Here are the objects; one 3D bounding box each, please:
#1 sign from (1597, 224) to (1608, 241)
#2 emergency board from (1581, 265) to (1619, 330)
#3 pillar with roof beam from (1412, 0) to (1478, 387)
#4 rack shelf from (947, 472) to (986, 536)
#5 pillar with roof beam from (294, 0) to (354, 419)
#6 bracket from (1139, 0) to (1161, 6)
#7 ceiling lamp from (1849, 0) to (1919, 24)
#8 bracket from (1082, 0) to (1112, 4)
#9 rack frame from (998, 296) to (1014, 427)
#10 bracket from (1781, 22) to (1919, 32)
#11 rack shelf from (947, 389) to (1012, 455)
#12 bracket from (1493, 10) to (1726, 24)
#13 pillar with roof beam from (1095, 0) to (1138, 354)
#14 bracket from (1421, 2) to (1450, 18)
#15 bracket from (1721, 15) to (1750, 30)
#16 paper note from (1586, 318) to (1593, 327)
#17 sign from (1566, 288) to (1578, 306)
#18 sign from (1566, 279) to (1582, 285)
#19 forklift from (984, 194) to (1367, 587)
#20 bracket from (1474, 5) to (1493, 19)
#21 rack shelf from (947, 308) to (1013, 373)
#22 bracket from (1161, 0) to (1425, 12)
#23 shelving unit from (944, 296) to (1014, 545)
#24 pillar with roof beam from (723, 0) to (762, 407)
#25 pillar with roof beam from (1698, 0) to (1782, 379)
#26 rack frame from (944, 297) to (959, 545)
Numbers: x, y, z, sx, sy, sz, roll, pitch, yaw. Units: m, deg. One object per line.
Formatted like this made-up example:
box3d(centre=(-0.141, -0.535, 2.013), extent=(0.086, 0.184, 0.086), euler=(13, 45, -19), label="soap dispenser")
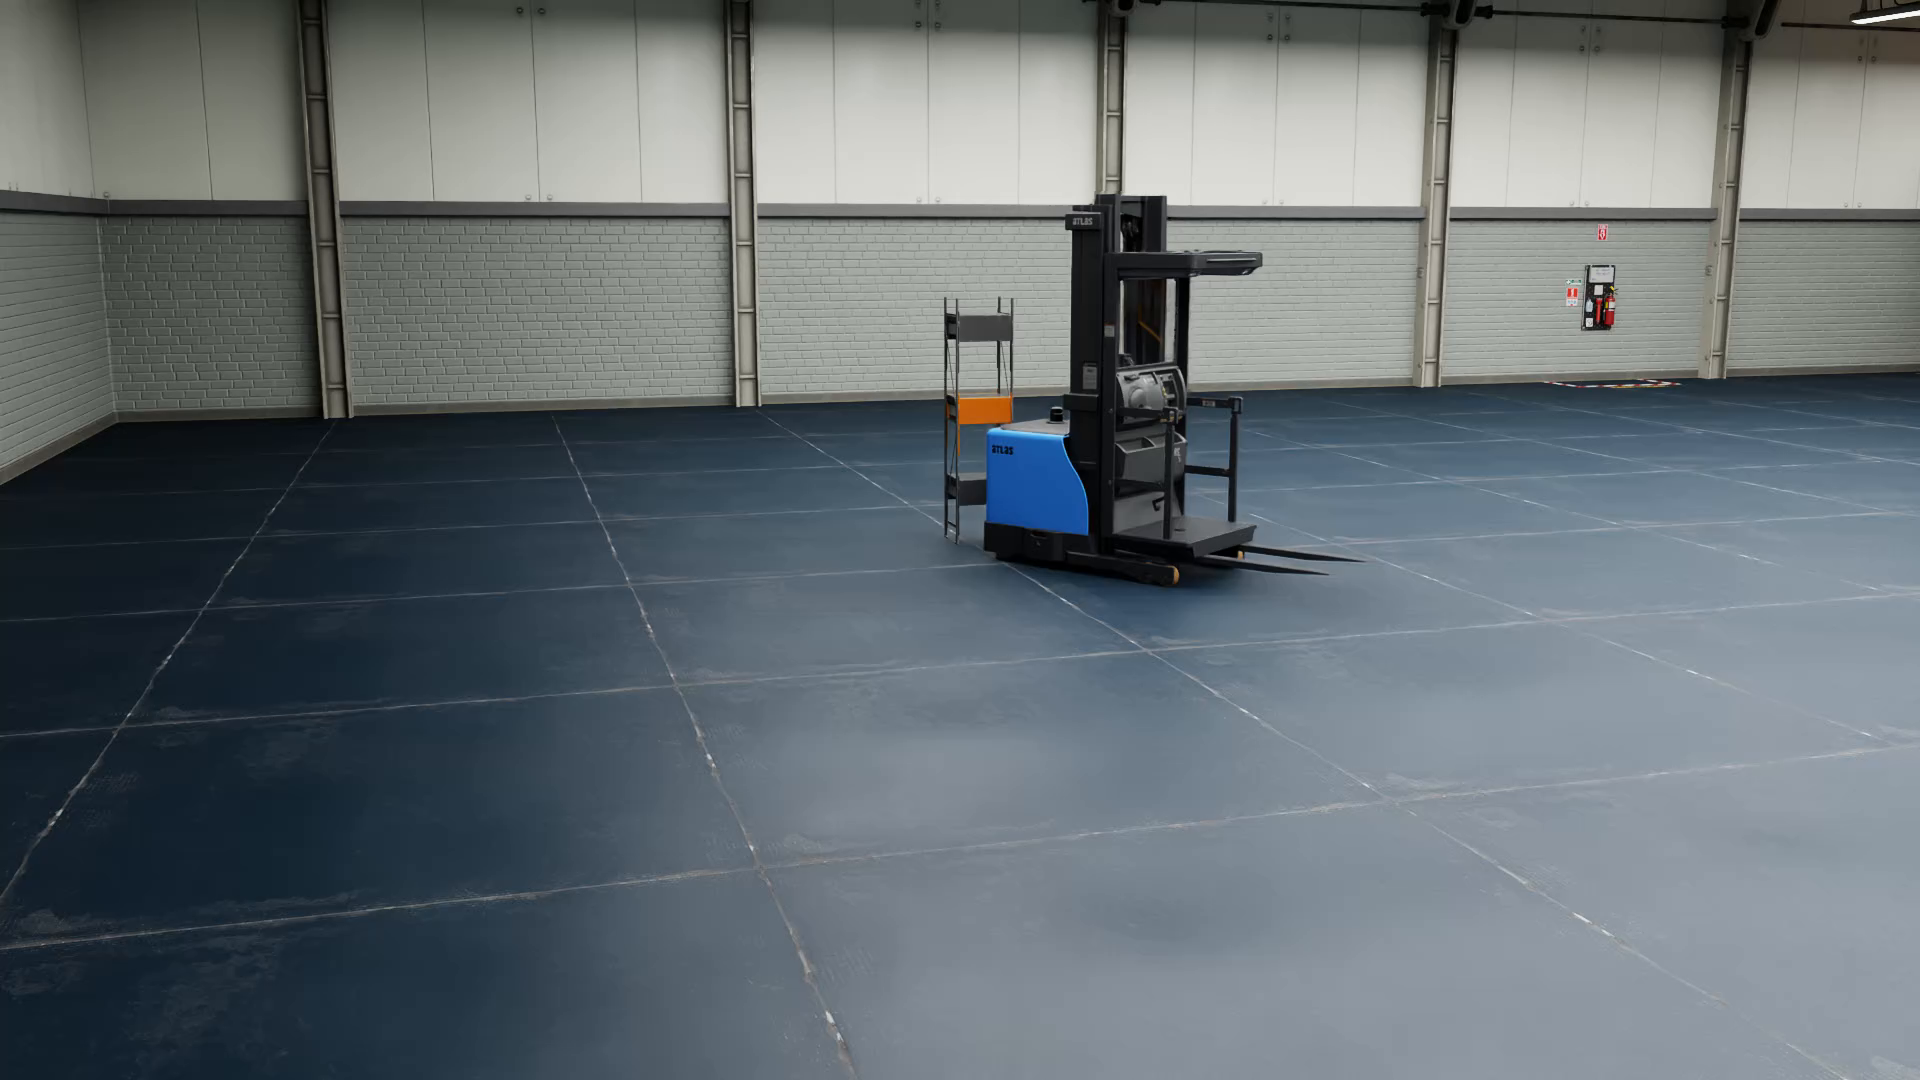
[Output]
box3d(centre=(11.544, -5.525, 29.871), extent=(0.199, 0.298, 0.001), euler=(-3, 11, -16), label="sign")
box3d(centre=(11.580, -4.368, 29.989), extent=(0.643, 1.169, 0.194), euler=(-3, 11, -16), label="emergency board")
box3d(centre=(9.406, -6.385, 24.375), extent=(0.548, 9.000, 9.100), euler=(-3, 11, -16), label="pillar with roof beam")
box3d(centre=(0.159, -0.339, 14.531), extent=(0.480, 0.518, 0.431), euler=(-3, 11, -16), label="rack shelf")
box3d(centre=(-7.877, -5.474, 19.427), extent=(0.400, 9.000, 9.100), euler=(-3, 11, -16), label="pillar with roof beam")
box3d(centre=(2.939, -8.559, 26.244), extent=(0.430, 0.232, 0.235), euler=(-3, 11, -16), label="bracket")
box3d(centre=(13.933, -9.371, 24.471), extent=(0.800, 3.185, 2.000), euler=(-3, 11, -16), label="ceiling lamp")
box3d(centre=(2.142, -8.517, 26.016), extent=(0.430, 0.232, 0.235), euler=(-3, 11, -16), label="bracket")
box3d(centre=(0.393, -1.053, 14.469), extent=(0.015, 2.100, 0.400), euler=(-3, 11, -16), label="rack frame")
box3d(centre=(16.935, -9.297, 30.251), extent=(4.783, 0.066, 0.076), euler=(-3, 11, -16), label="bracket")
box3d(centre=(0.159, -1.028, 14.404), extent=(0.480, 0.518, 0.431), euler=(-3, 11, -16), label="rack shelf")
box3d(centre=(11.174, -8.993, 28.601), extent=(4.783, 0.066, 0.076), euler=(-3, 11, -16), label="bracket")
box3d(centre=(3.645, -6.081, 22.726), extent=(0.548, 9.000, 9.100), euler=(-3, 11, -16), label="pillar with roof beam")
box3d(centre=(7.903, -8.821, 27.665), extent=(0.430, 0.232, 0.235), euler=(-3, 11, -16), label="bracket")
box3d(centre=(13.664, -9.125, 29.314), extent=(0.430, 0.232, 0.235), euler=(-3, 11, -16), label="bracket")
box3d(centre=(11.391, -3.938, 30.086), extent=(0.142, 0.148, 0.016), euler=(-3, 11, -16), label="paper note")
box3d(centre=(11.020, -4.376, 29.932), extent=(0.234, 0.329, 0.001), euler=(-3, 11, -16), label="sign")
box3d(centre=(11.027, -4.635, 29.877), extent=(0.331, 0.109, 0.001), euler=(-3, 11, -16), label="sign")
box3d(centre=(1.670, -1.195, 12.941), extent=(3.031, 2.935, 1.130), euler=(8, 13, 37), label="forklift")
box3d(centre=(8.700, -8.863, 27.893), extent=(0.430, 0.232, 0.235), euler=(-3, 11, -16), label="bracket")
box3d(centre=(0.159, -1.716, 14.278), extent=(0.480, 0.518, 0.431), euler=(-3, 11, -16), label="rack shelf")
box3d(centre=(5.413, -8.690, 26.952), extent=(4.783, 0.066, 0.076), euler=(-3, 11, -16), label="bracket")
box3d(centre=(0.159, -1.041, 14.402), extent=(0.503, 2.100, 0.431), euler=(-3, 11, -16), label="shelving unit")
box3d(centre=(-2.116, -5.778, 21.077), extent=(0.548, 9.000, 9.100), euler=(-3, 11, -16), label="pillar with roof beam")
box3d(centre=(15.167, -6.689, 26.024), extent=(0.548, 9.000, 9.100), euler=(-3, 11, -16), label="pillar with roof beam")
box3d(centre=(-0.075, -1.029, 14.335), extent=(0.015, 2.100, 0.400), euler=(-3, 11, -16), label="rack frame")
